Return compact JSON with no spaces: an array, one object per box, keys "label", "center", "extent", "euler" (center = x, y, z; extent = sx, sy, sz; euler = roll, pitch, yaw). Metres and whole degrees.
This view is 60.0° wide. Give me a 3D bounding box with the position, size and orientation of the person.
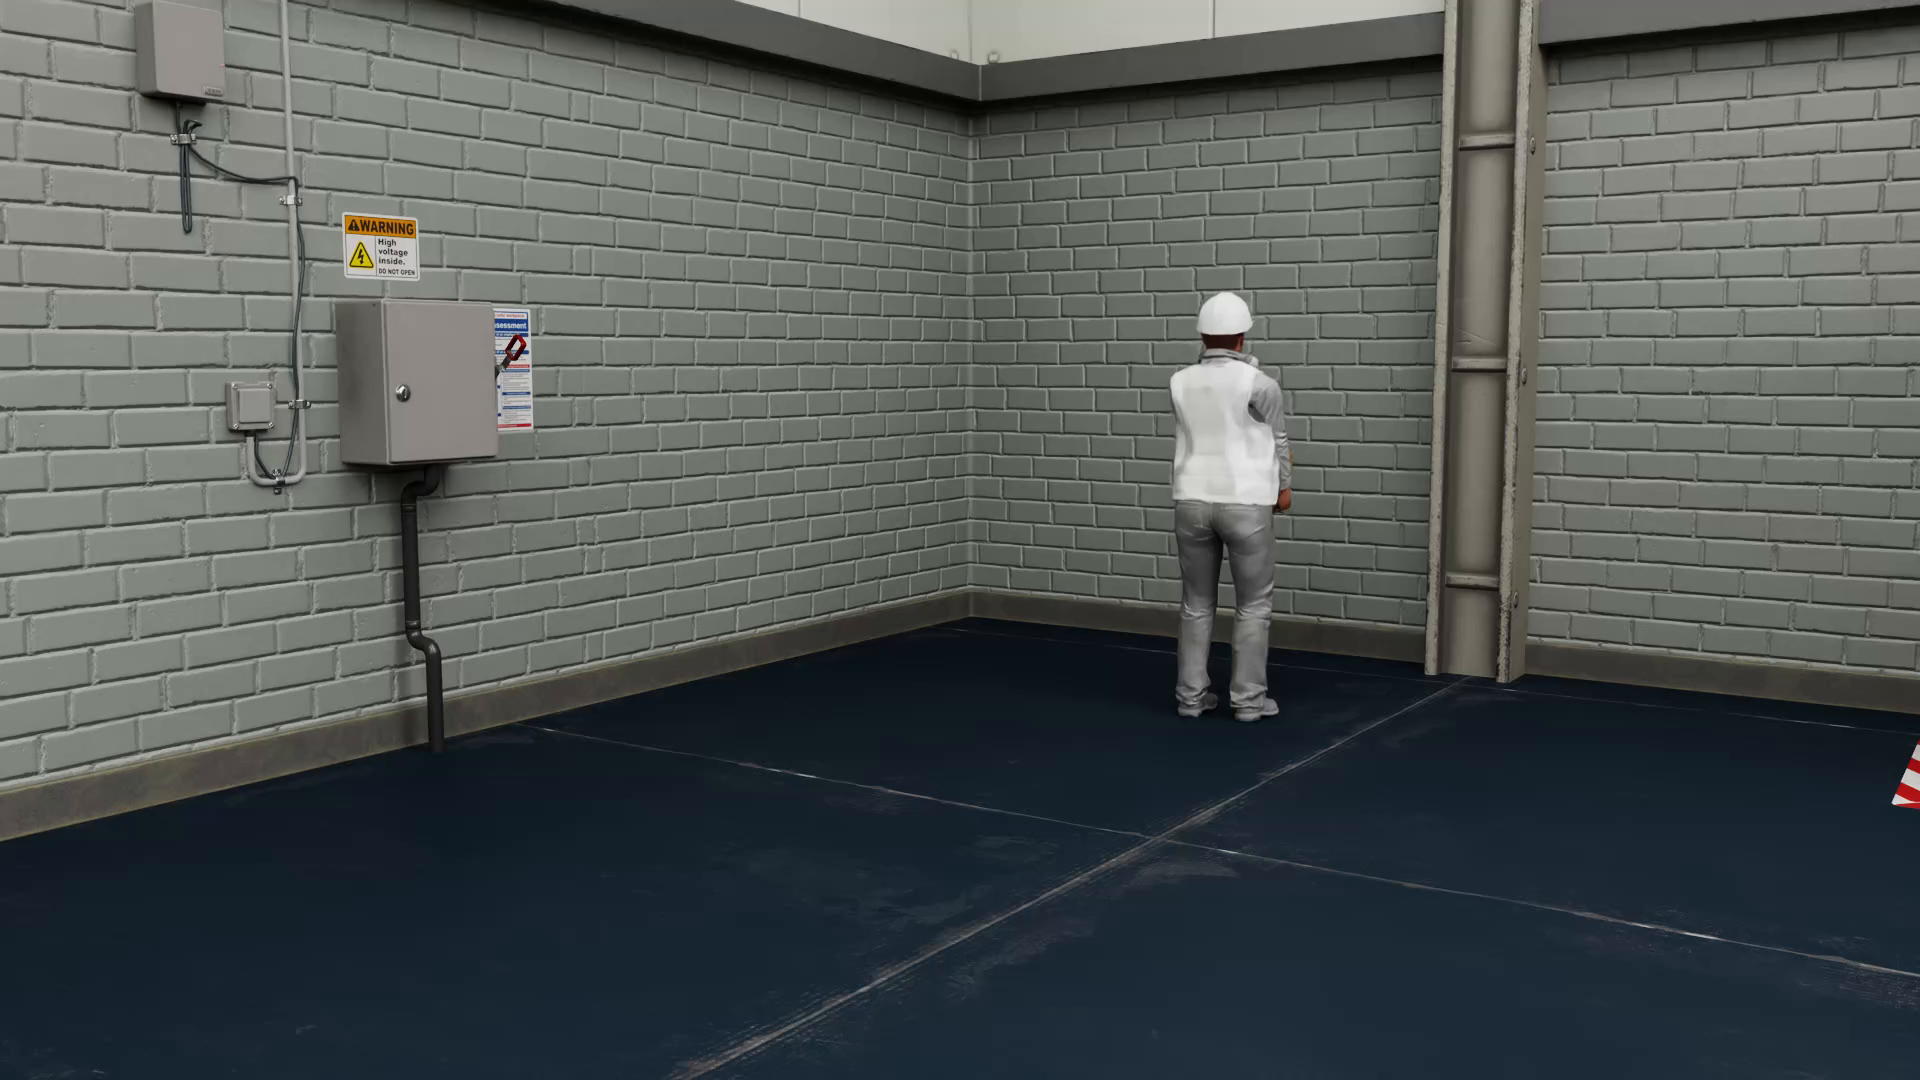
[{"label":"person","center":[1.137,-0.144,6.984],"extent":[0.495,1.772,0.551],"euler":[4,7,33]}]
